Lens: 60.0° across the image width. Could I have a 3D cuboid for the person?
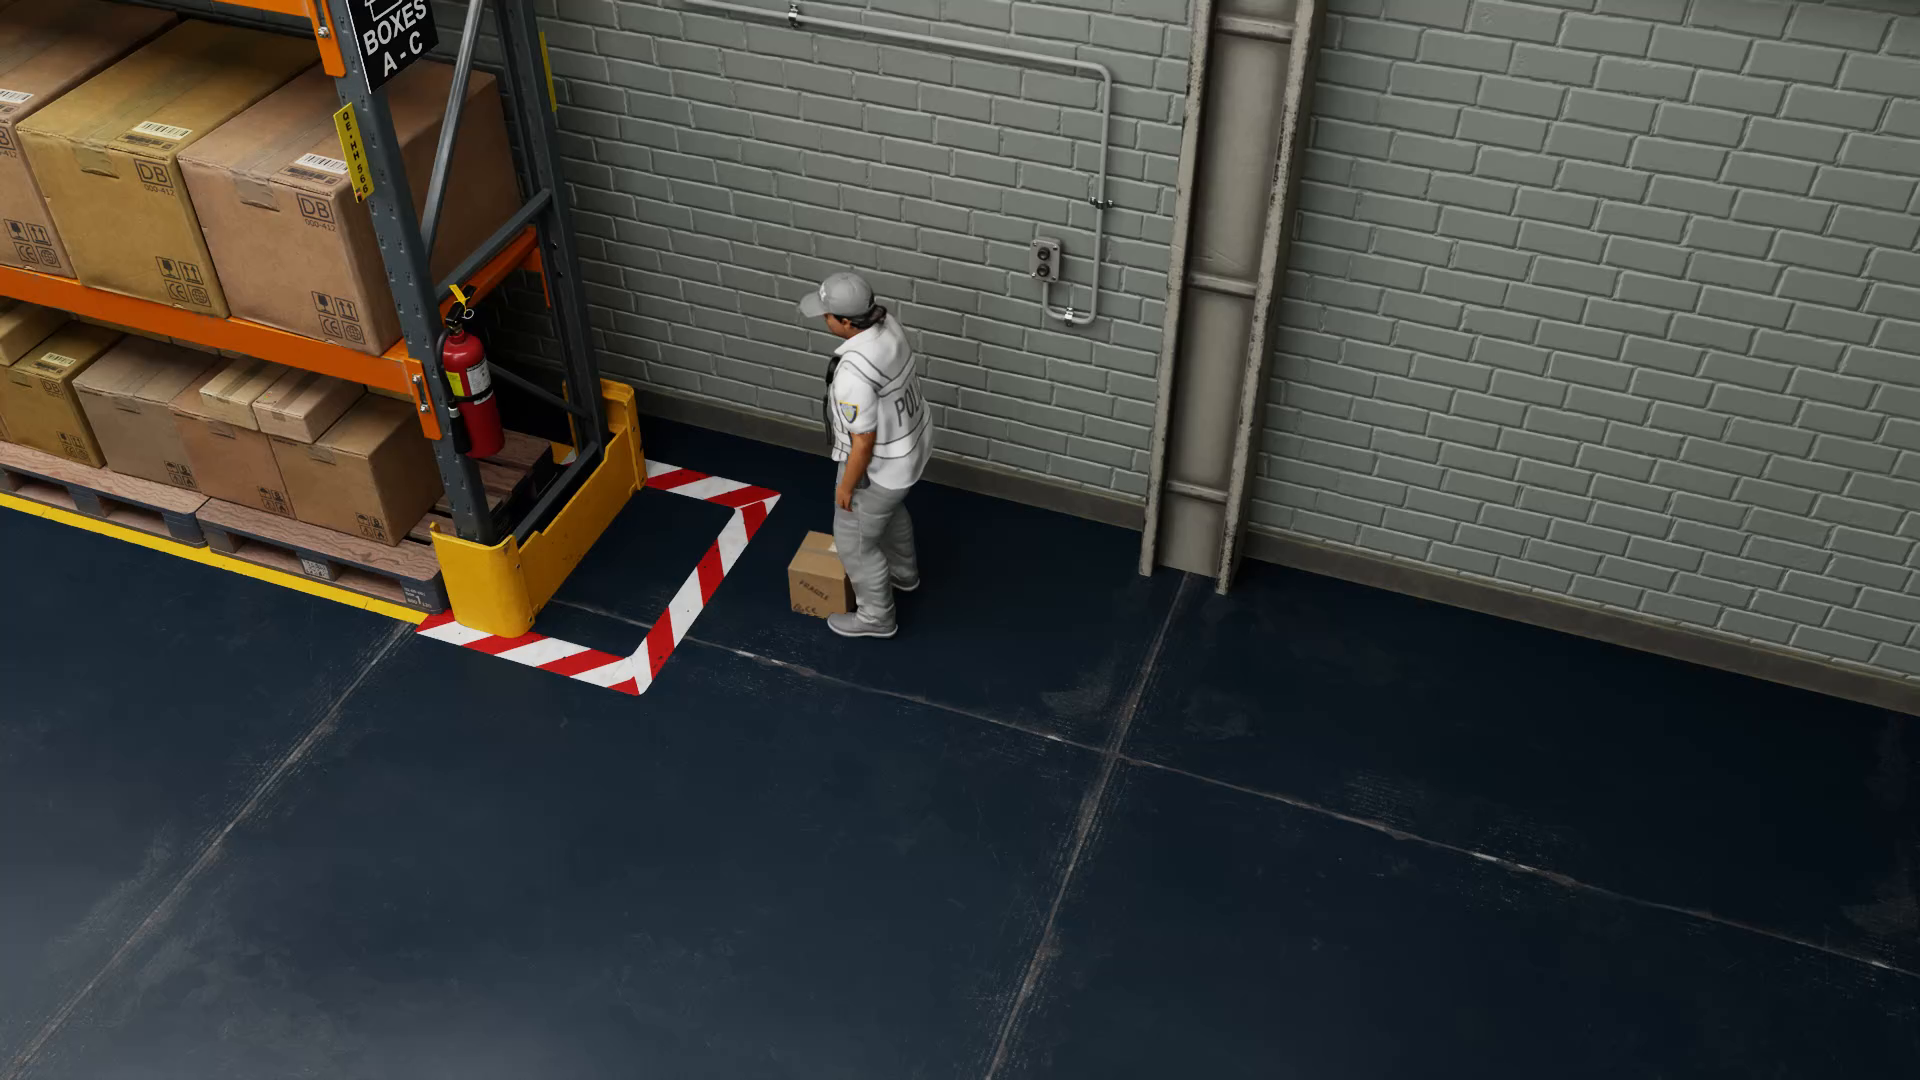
[{"bbox_3d":[-0.350,-0.334,6.529,0.463,1.666,0.539,12,43,13],"label":"person"}]
